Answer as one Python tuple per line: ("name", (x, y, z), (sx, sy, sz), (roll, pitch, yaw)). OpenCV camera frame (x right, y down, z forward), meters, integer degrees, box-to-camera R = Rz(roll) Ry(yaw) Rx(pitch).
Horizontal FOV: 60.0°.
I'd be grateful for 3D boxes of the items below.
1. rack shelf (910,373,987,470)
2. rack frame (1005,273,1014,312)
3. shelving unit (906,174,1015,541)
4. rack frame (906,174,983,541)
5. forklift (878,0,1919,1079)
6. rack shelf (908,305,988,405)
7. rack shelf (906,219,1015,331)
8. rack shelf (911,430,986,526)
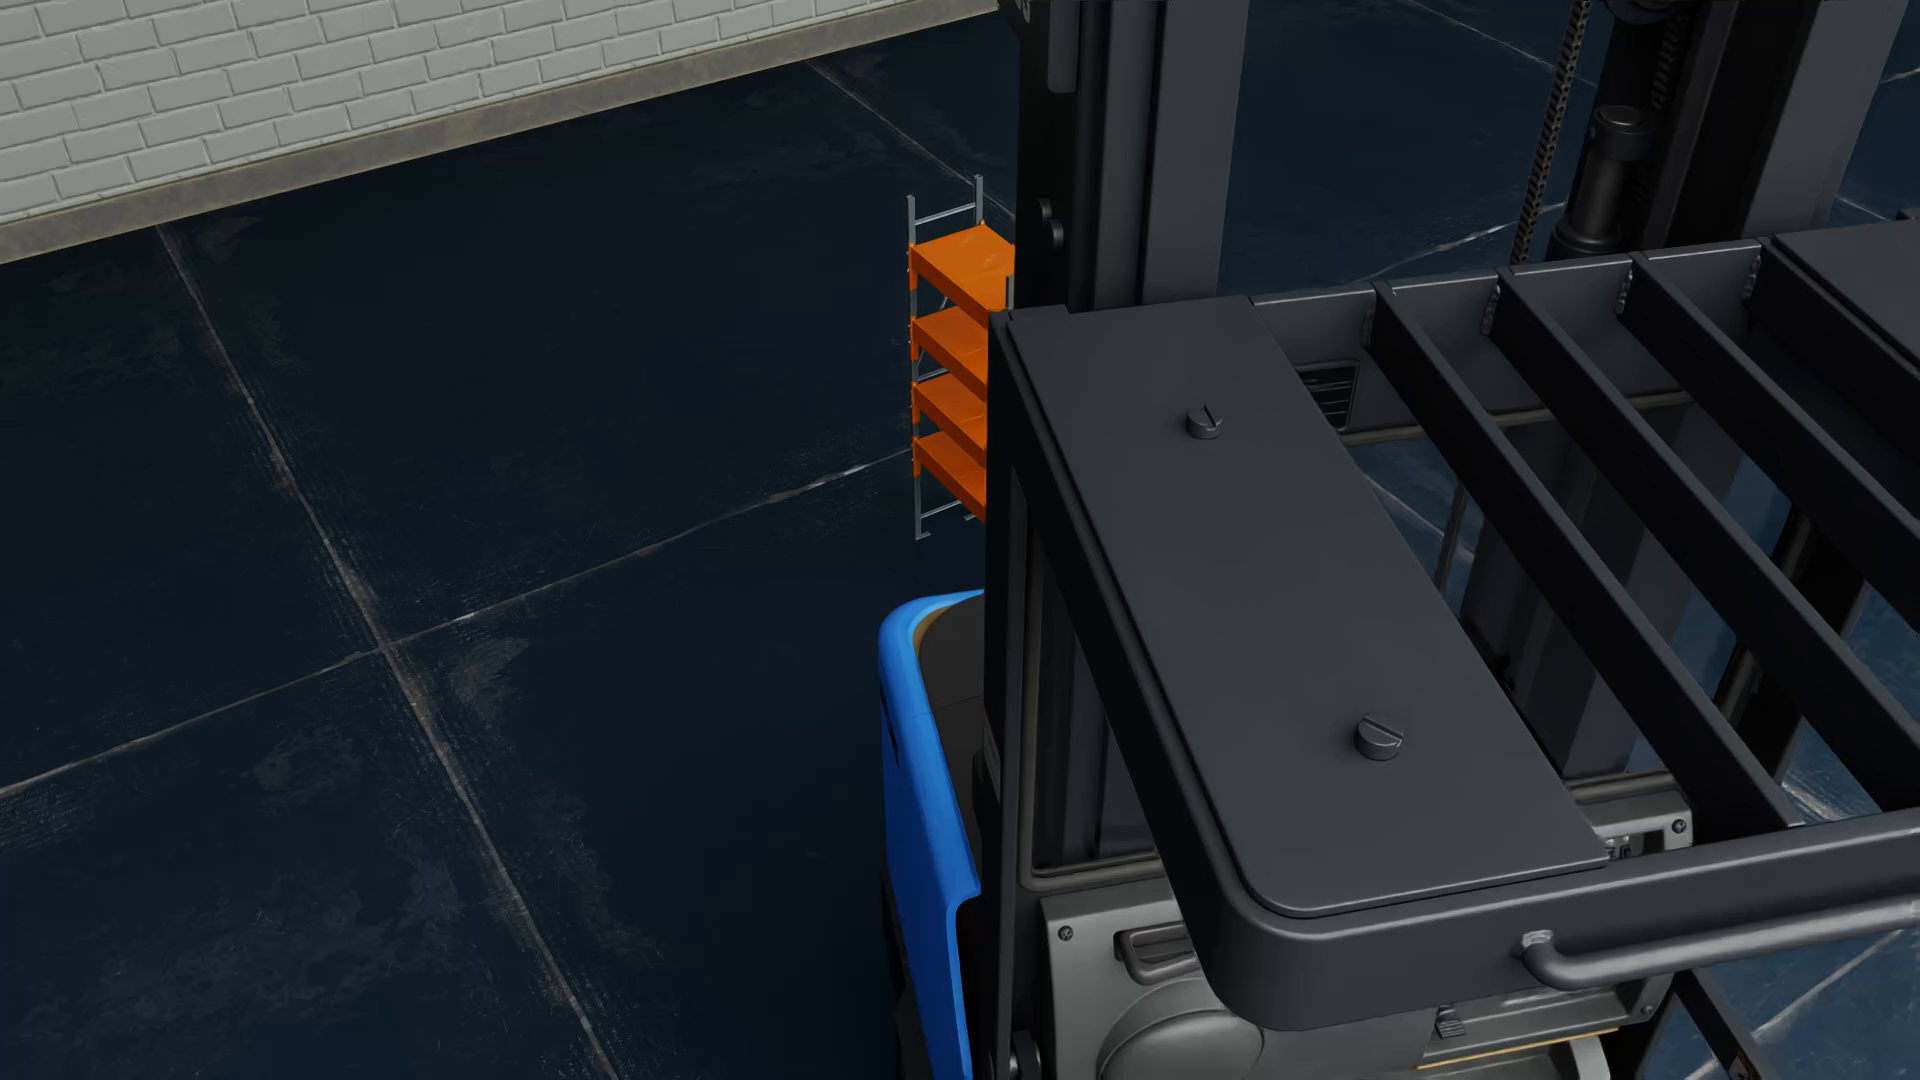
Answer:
("rack shelf", (0.089, -0.320, 4.802), (0.258, 0.148, 0.480), (-22, 45, -24))
("rack frame", (0.220, -0.240, 4.601), (0.240, 1.200, 0.015), (-22, 45, -24))
("shelving unit", (0.089, -0.372, 4.759), (0.258, 1.200, 0.503), (-22, 45, -24))
("rack frame", (-0.042, -0.503, 4.917), (0.240, 1.200, 0.015), (-22, 45, -24))
("forklift", (0.620, 0.686, 2.138), (1.130, 2.935, 3.031), (-8, 40, -9))
("rack shelf", (0.089, -0.492, 4.659), (0.258, 0.148, 0.480), (-22, 45, -24))
("rack shelf", (0.089, -0.673, 4.507), (0.258, 0.148, 0.480), (-22, 45, -24))
("rack shelf", (0.089, -0.167, 4.929), (0.258, 0.148, 0.480), (-22, 45, -24))
